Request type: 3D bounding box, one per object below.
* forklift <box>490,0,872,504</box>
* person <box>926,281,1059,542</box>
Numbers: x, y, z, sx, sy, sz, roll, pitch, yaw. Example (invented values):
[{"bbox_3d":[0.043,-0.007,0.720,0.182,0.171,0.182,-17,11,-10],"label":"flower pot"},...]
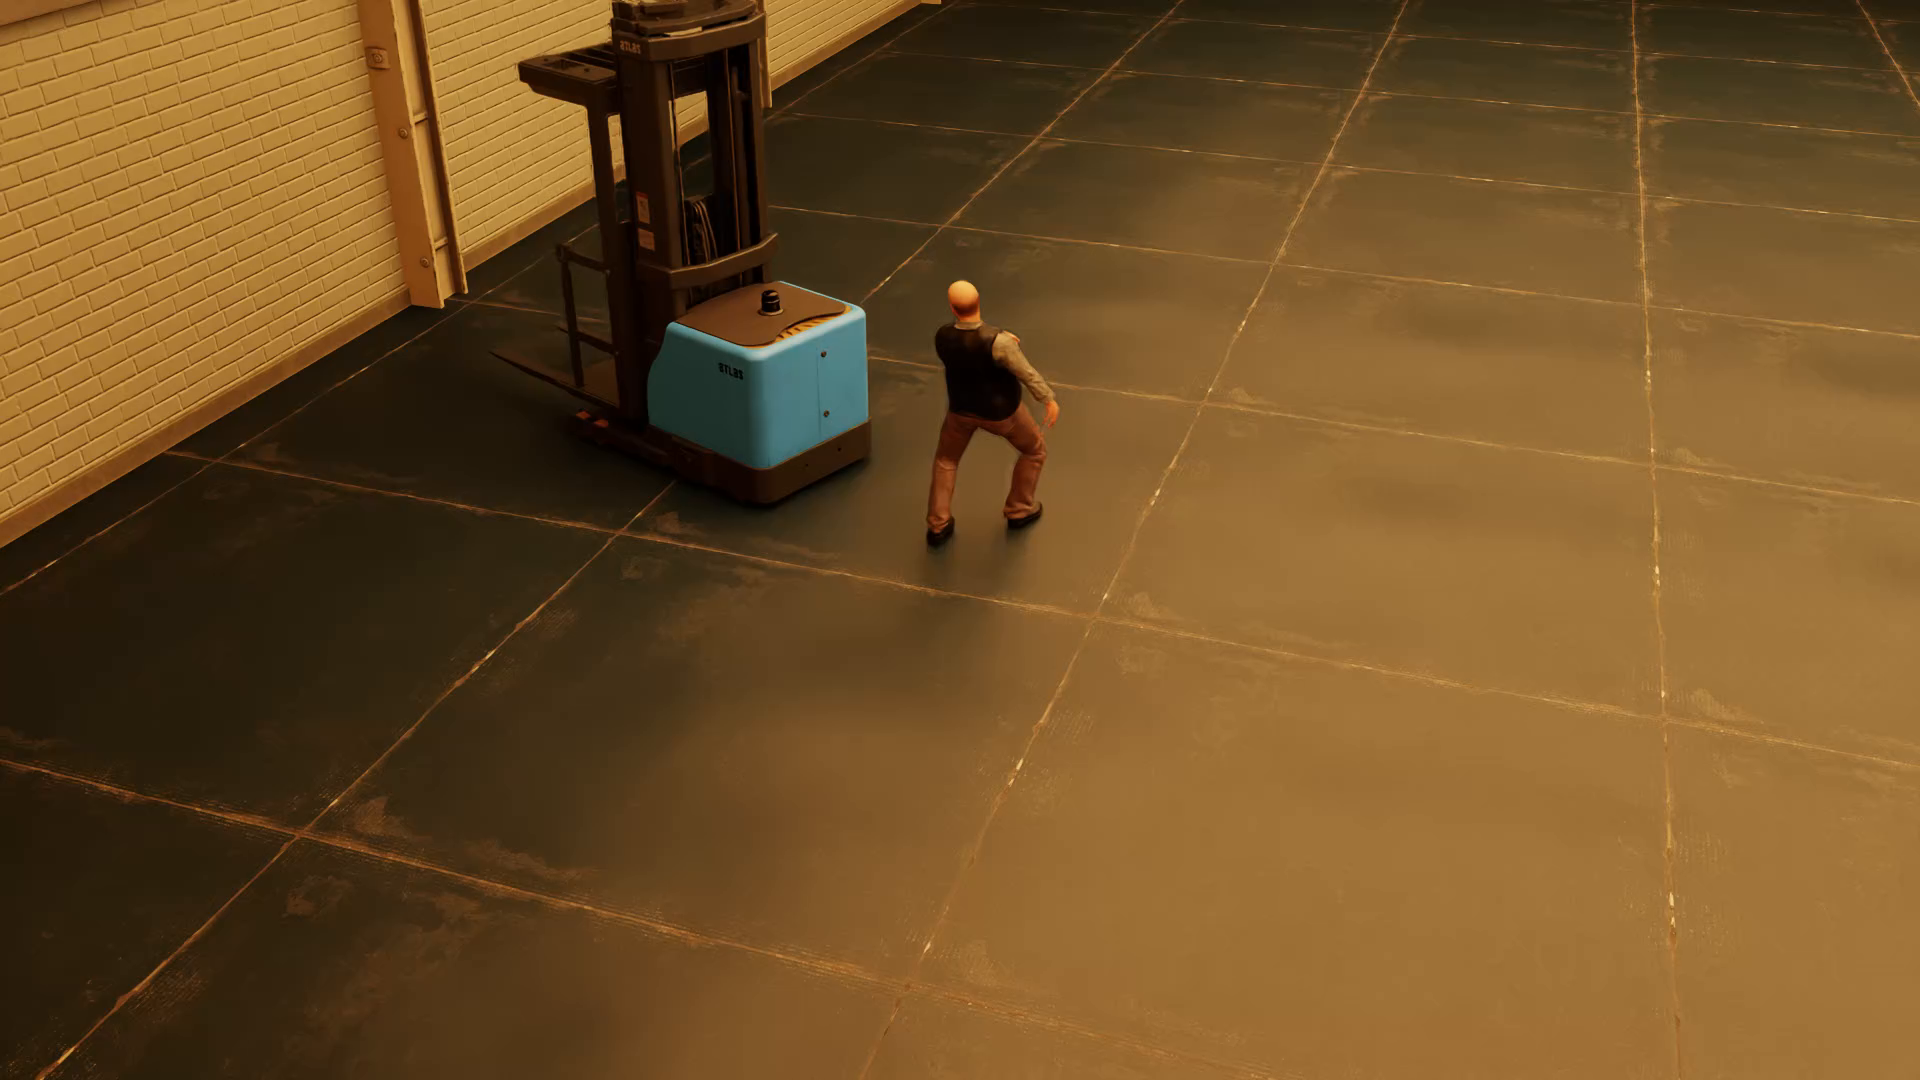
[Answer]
[{"bbox_3d":[-2.034,-2.095,10.812,3.031,2.935,1.130,23,37,34],"label":"forklift"},{"bbox_3d":[0.229,-0.810,9.895,0.758,1.608,0.842,8,31,14],"label":"person"}]
